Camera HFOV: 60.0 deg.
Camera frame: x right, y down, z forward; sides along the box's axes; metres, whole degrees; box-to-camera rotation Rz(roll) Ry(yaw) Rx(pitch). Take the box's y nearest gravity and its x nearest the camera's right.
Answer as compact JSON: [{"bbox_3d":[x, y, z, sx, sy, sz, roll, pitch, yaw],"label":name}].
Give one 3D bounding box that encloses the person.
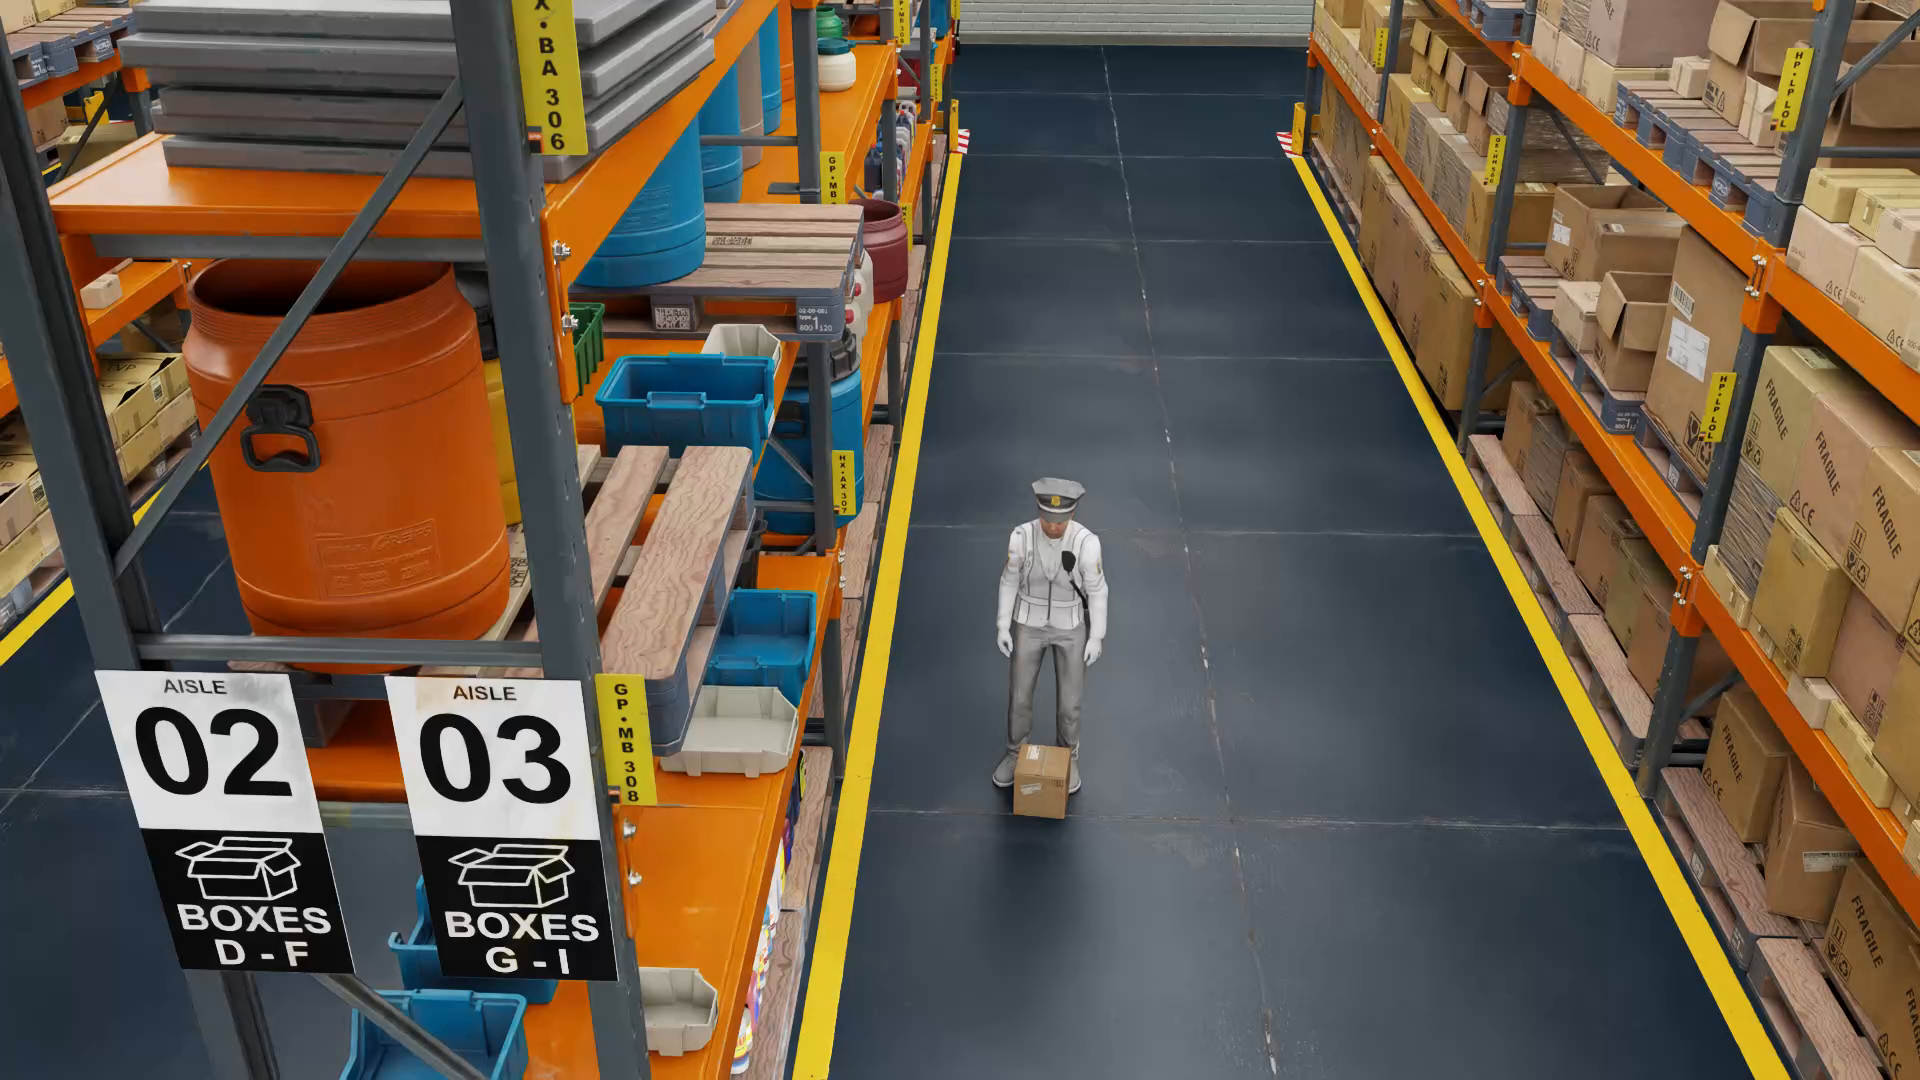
[{"bbox_3d":[0.437,0.446,8.006,0.529,1.663,0.375,5,29,9],"label":"person"}]
